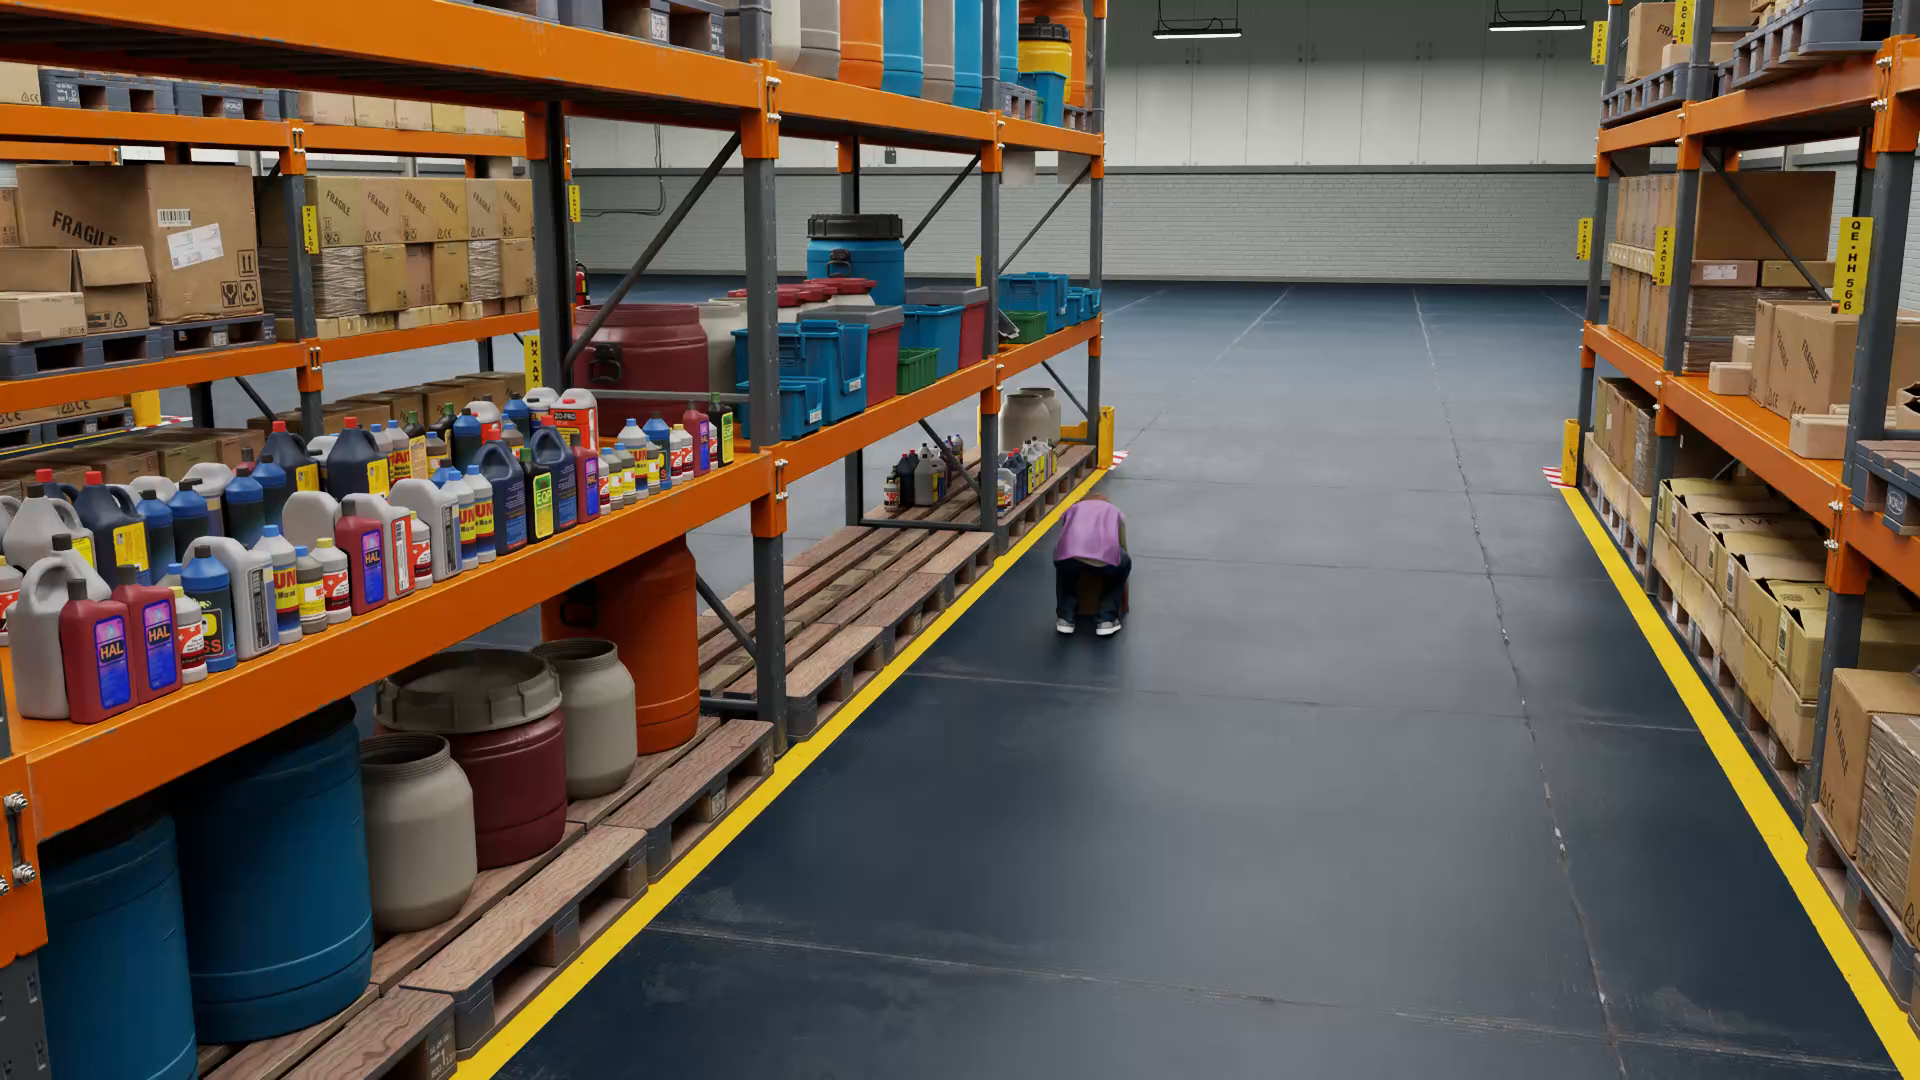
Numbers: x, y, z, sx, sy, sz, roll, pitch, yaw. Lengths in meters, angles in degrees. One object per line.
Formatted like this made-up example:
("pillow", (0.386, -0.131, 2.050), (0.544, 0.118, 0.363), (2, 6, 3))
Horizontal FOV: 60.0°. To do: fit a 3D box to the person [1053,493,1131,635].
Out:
("person", (0.723, 0.139, 9.093), (0.422, 0.700, 0.863), (3, 12, 12))
